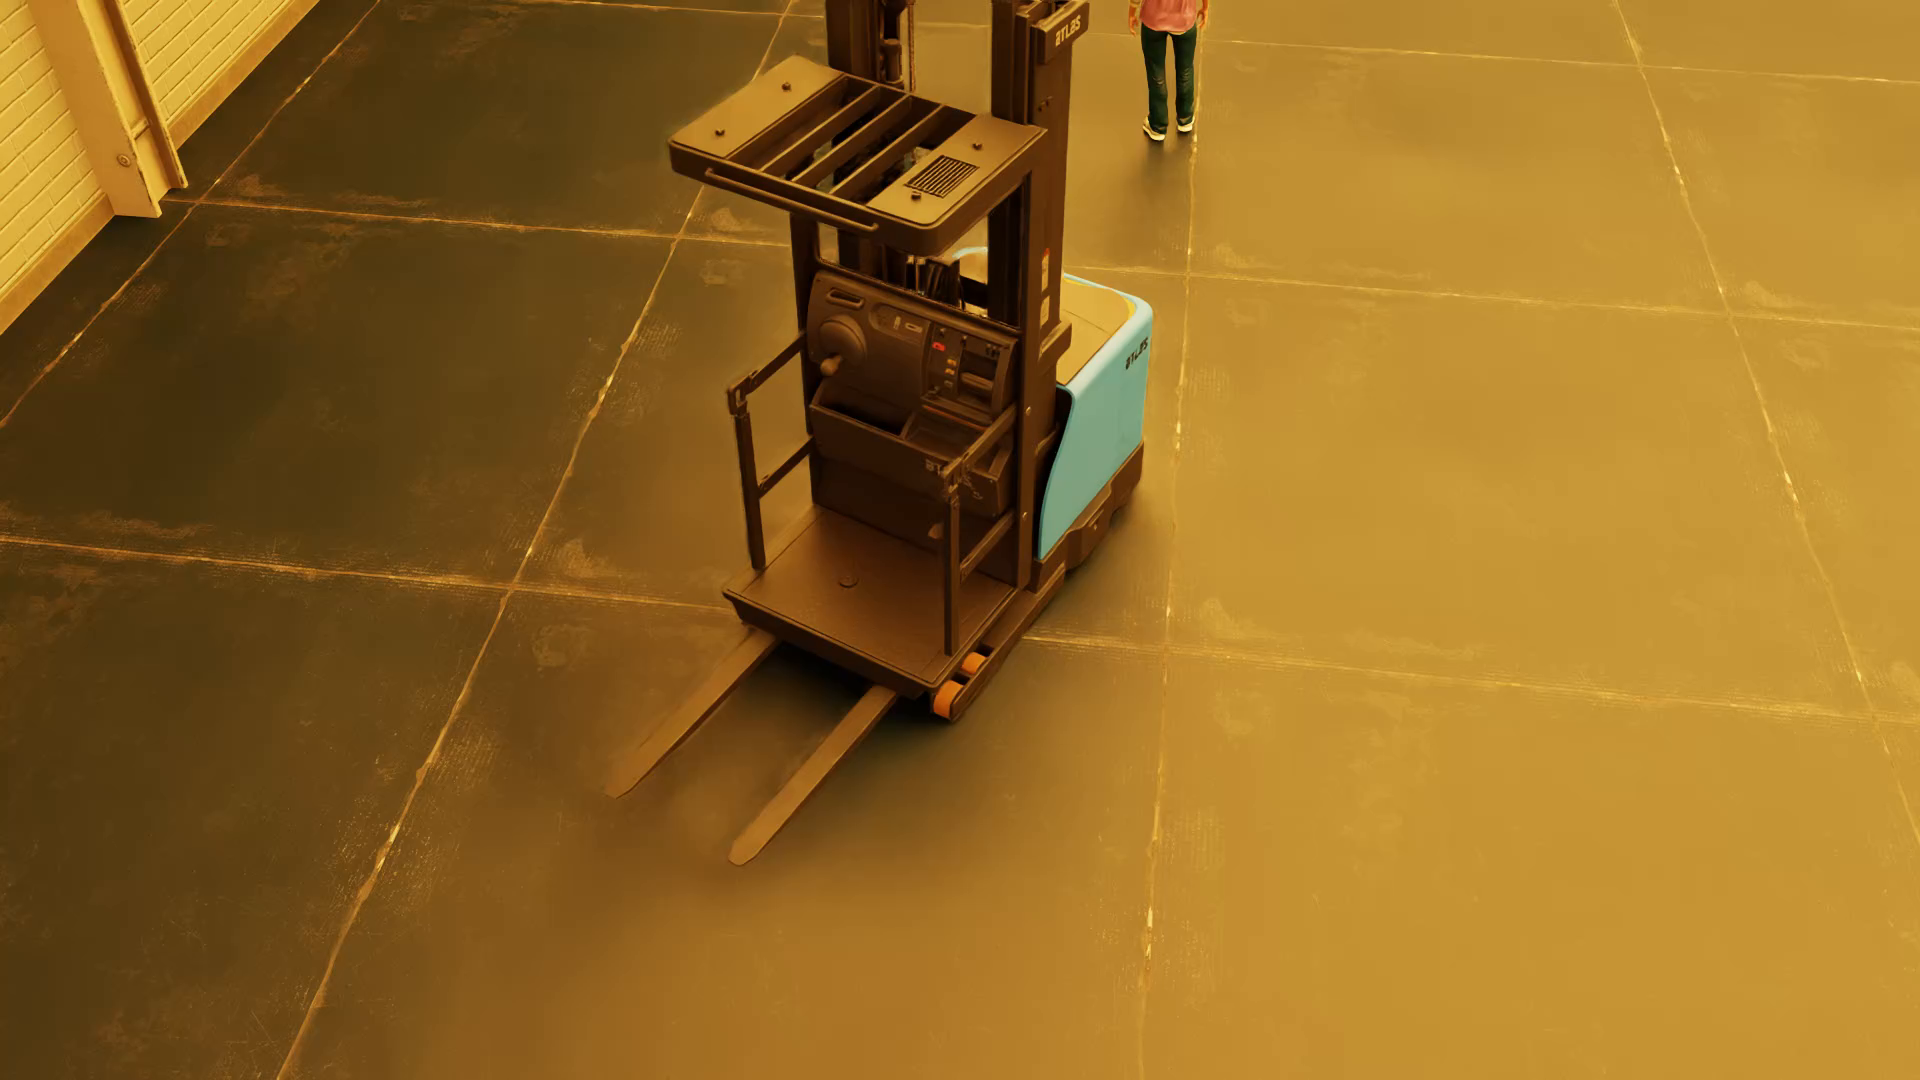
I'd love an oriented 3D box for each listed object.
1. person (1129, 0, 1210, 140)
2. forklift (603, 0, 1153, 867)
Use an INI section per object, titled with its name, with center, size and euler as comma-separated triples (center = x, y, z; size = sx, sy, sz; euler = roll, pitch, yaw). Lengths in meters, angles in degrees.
[person]
center = 1.278, -3.186, 10.236
size = 0.520, 1.505, 0.475
euler = -2, 43, -2
[forklift]
center = -0.317, -0.681, 6.466
size = 1.130, 2.935, 3.031
euler = 23, 47, 23
